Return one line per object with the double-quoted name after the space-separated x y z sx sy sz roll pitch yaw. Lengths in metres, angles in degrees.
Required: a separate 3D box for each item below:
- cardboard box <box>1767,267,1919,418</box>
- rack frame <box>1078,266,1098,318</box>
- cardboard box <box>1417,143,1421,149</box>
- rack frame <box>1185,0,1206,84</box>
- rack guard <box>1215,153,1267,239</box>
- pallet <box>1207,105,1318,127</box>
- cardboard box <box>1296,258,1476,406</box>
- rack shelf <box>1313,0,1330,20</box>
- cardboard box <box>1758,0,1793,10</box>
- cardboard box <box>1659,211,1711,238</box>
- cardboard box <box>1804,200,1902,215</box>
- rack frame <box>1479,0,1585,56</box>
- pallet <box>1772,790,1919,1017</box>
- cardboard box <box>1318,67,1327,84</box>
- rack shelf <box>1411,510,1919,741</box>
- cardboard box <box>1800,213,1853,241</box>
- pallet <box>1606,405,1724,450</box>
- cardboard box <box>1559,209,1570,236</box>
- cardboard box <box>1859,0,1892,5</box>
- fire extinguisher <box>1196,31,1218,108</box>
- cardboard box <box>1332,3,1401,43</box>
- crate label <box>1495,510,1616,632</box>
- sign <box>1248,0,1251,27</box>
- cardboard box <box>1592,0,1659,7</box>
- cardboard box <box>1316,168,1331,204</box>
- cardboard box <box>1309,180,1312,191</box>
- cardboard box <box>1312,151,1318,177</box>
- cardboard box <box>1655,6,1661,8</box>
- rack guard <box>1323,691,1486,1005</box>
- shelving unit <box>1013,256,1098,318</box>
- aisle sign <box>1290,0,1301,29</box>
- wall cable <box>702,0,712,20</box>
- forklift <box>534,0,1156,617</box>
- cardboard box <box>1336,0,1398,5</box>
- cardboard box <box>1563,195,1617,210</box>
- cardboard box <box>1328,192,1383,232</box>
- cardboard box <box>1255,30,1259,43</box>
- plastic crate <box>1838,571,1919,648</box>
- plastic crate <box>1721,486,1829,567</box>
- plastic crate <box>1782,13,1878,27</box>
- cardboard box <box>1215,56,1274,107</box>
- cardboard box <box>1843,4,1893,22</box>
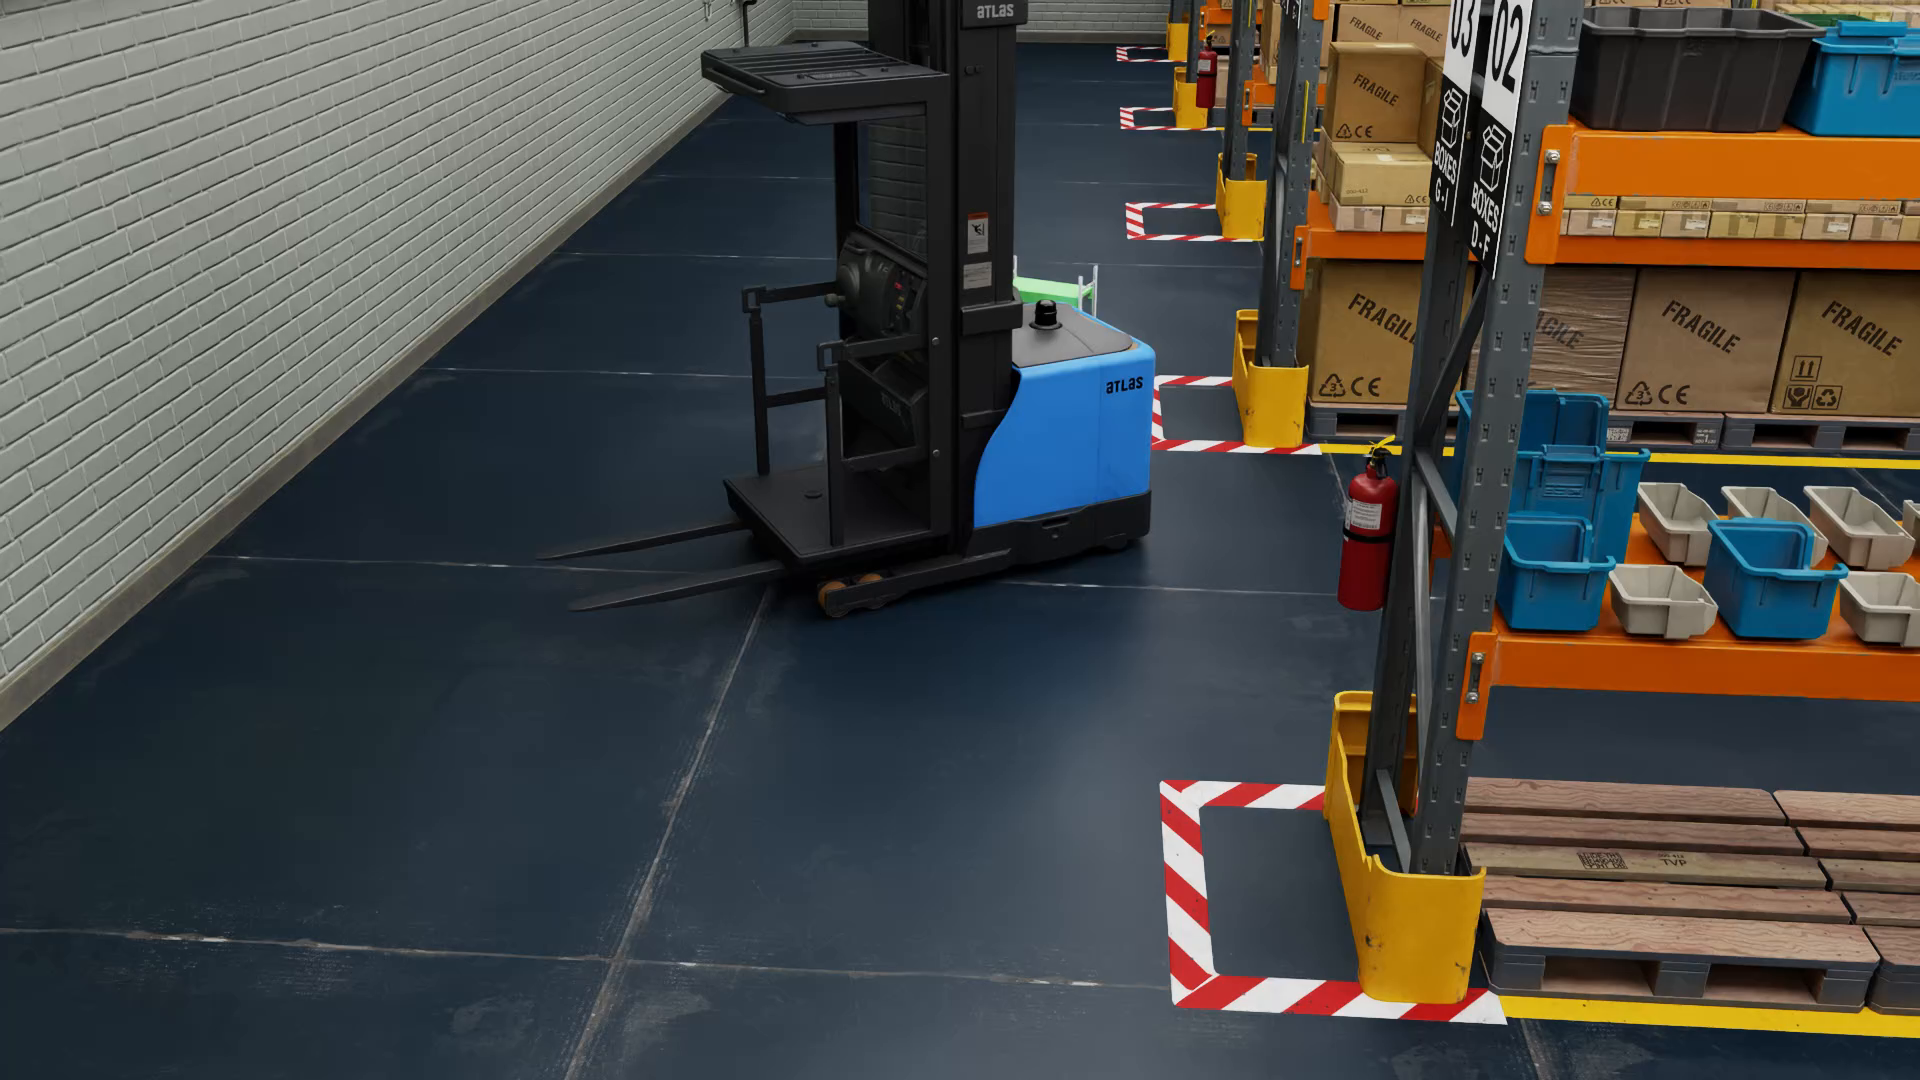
5.282 -1.309 10.046 0.875 0.875 0.875 2 25 4 "cardboard box"
0.699 -0.919 9.312 0.015 1.200 0.240 11 27 23 "rack frame"
2.955 -2.303 9.990 0.500 0.250 0.500 1 25 3 "cardboard box"
2.704 -6.288 18.826 0.127 3.000 1.000 2 25 4 "rack frame"
2.502 -3.083 14.852 0.348 0.500 1.175 2 25 4 "rack guard"
3.508 -5.028 19.424 1.213 0.211 1.003 2 25 4 "pallet"
2.590 -1.396 10.234 0.875 0.875 0.875 2 25 4 "cardboard box"
3.940 -3.129 9.234 4.000 0.370 1.077 2 25 4 "rack shelf"
6.830 -4.509 14.046 0.250 0.149 0.380 3 25 6 "cardboard box"
4.070 -1.838 9.456 0.250 0.149 0.380 2 25 5 "cardboard box"
4.957 -2.016 9.367 0.500 0.250 0.500 3 25 6 "cardboard box"
1.567 -2.818 4.109 0.127 3.000 1.000 2 25 4 "rack frame"
3.599 1.257 5.767 1.213 0.211 1.003 2 25 4 "pallet"
2.981 -3.969 14.088 0.250 0.149 0.380 3 25 6 "cardboard box"
3.561 0.298 5.375 4.000 0.370 1.077 2 25 4 "rack shelf"
4.836 -1.813 9.402 0.250 0.149 0.380 2 25 5 "cardboard box"
3.962 -0.857 10.361 1.213 0.211 1.003 2 25 4 "pallet"
3.299 -1.862 9.509 0.250 0.149 0.380 1 25 3 "cardboard box"
7.617 -4.483 13.991 0.250 0.149 0.380 2 25 4 "cardboard box"
2.210 -4.217 14.865 0.183 0.674 0.296 2 25 4 "fire extinguisher"
3.388 -4.266 13.957 0.500 0.500 0.500 2 25 4 "cardboard box"
1.787 0.101 5.070 0.303 0.233 0.416 2 25 4 "crate label"
2.385 -4.388 13.663 0.005 0.325 0.100 2 25 4 "sign"
5.409 -4.645 13.584 0.500 0.500 0.500 1 25 2 "cardboard box"
2.326 -2.169 10.176 0.250 0.149 0.380 2 25 5 "cardboard box"
2.929 -3.128 14.512 0.250 0.149 0.380 3 25 6 "cardboard box"
3.207 -3.270 14.465 0.250 0.149 0.380 2 25 5 "cardboard box"
5.911 -4.171 13.752 0.500 0.500 0.500 2 25 4 "cardboard box"
1.542 1.047 5.876 0.348 0.500 1.175 2 25 4 "rack guard"
0.480 -0.964 9.409 0.503 1.200 0.258 11 27 23 "shelving unit"
1.851 -3.215 9.040 0.004 0.787 0.394 2 25 4 "aisle sign"
-2.920 -6.934 18.978 0.123 1.953 0.585 2 25 4 "wall cable"
-0.562 -1.214 7.883 3.031 2.935 1.130 -12 27 -24 "forklift"
3.357 -4.717 13.742 0.500 0.500 0.500 3 25 6 "cardboard box"
3.423 -2.065 9.473 0.500 0.250 0.500 1 25 2 "cardboard box"
2.274 -1.894 9.579 0.250 0.149 0.380 2 25 5 "cardboard box"
4.104 -7.163 23.637 0.250 0.149 0.380 1 25 2 "cardboard box"
2.777 0.211 4.946 0.298 0.136 0.250 2 25 4 "plastic crate"
2.681 -0.034 5.480 0.243 0.136 0.396 2 25 4 "plastic crate"
2.572 -1.447 4.971 0.336 0.188 0.450 2 25 4 "plastic crate"
3.370 -5.335 19.318 0.875 0.438 0.875 1 25 2 "cardboard box"
7.306 -4.220 13.419 0.250 0.149 0.380 2 25 4 "cardboard box"
